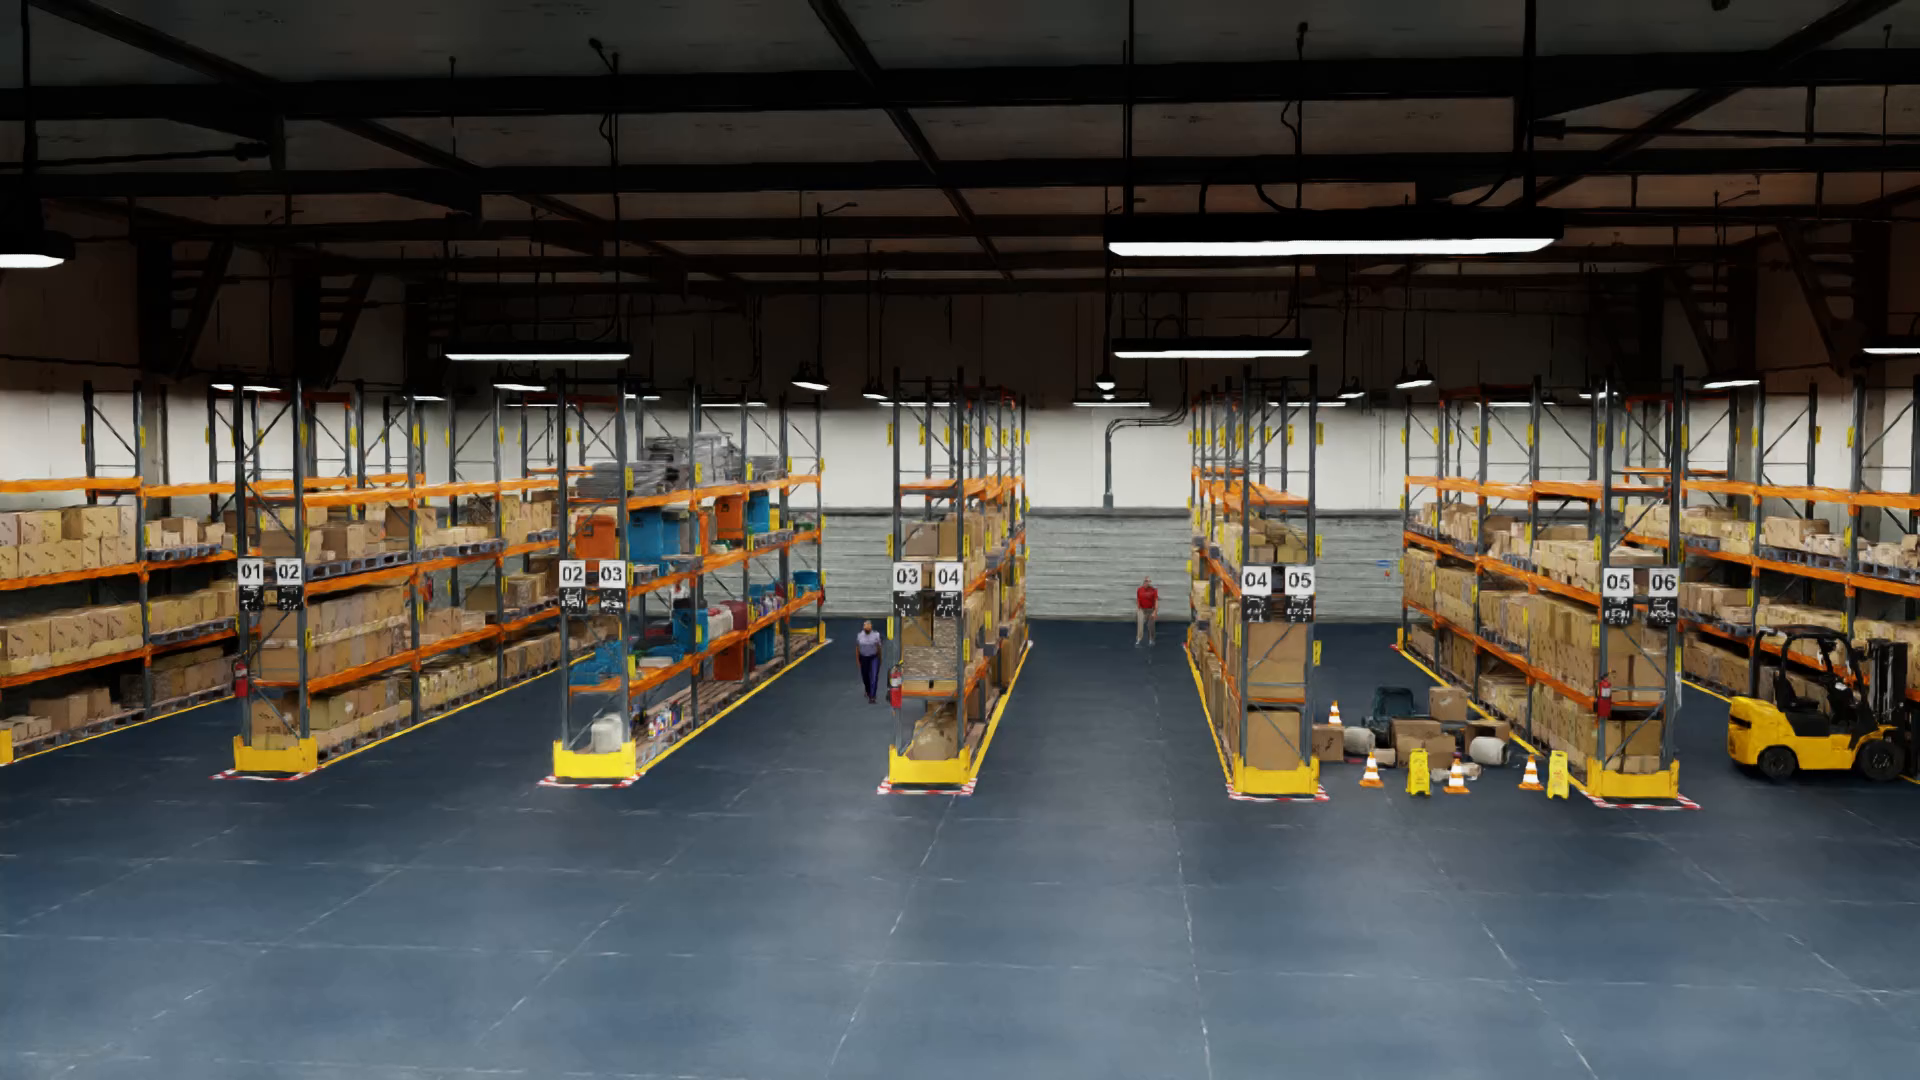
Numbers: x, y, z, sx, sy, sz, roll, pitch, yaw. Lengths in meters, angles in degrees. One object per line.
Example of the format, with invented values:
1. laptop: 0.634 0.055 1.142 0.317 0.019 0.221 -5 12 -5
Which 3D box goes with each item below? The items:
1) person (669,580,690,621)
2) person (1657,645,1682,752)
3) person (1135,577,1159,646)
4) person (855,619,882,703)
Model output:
1. person: -6.618 1.700 39.182 0.564 1.736 1.045 0 4 4
2. person: 11.309 2.503 26.510 0.431 1.682 0.555 -1 4 -23
3. person: 4.451 1.695 39.592 0.542 1.656 1.079 1 4 13
4. person: -1.739 2.255 31.398 0.479 1.567 1.090 0 4 7
